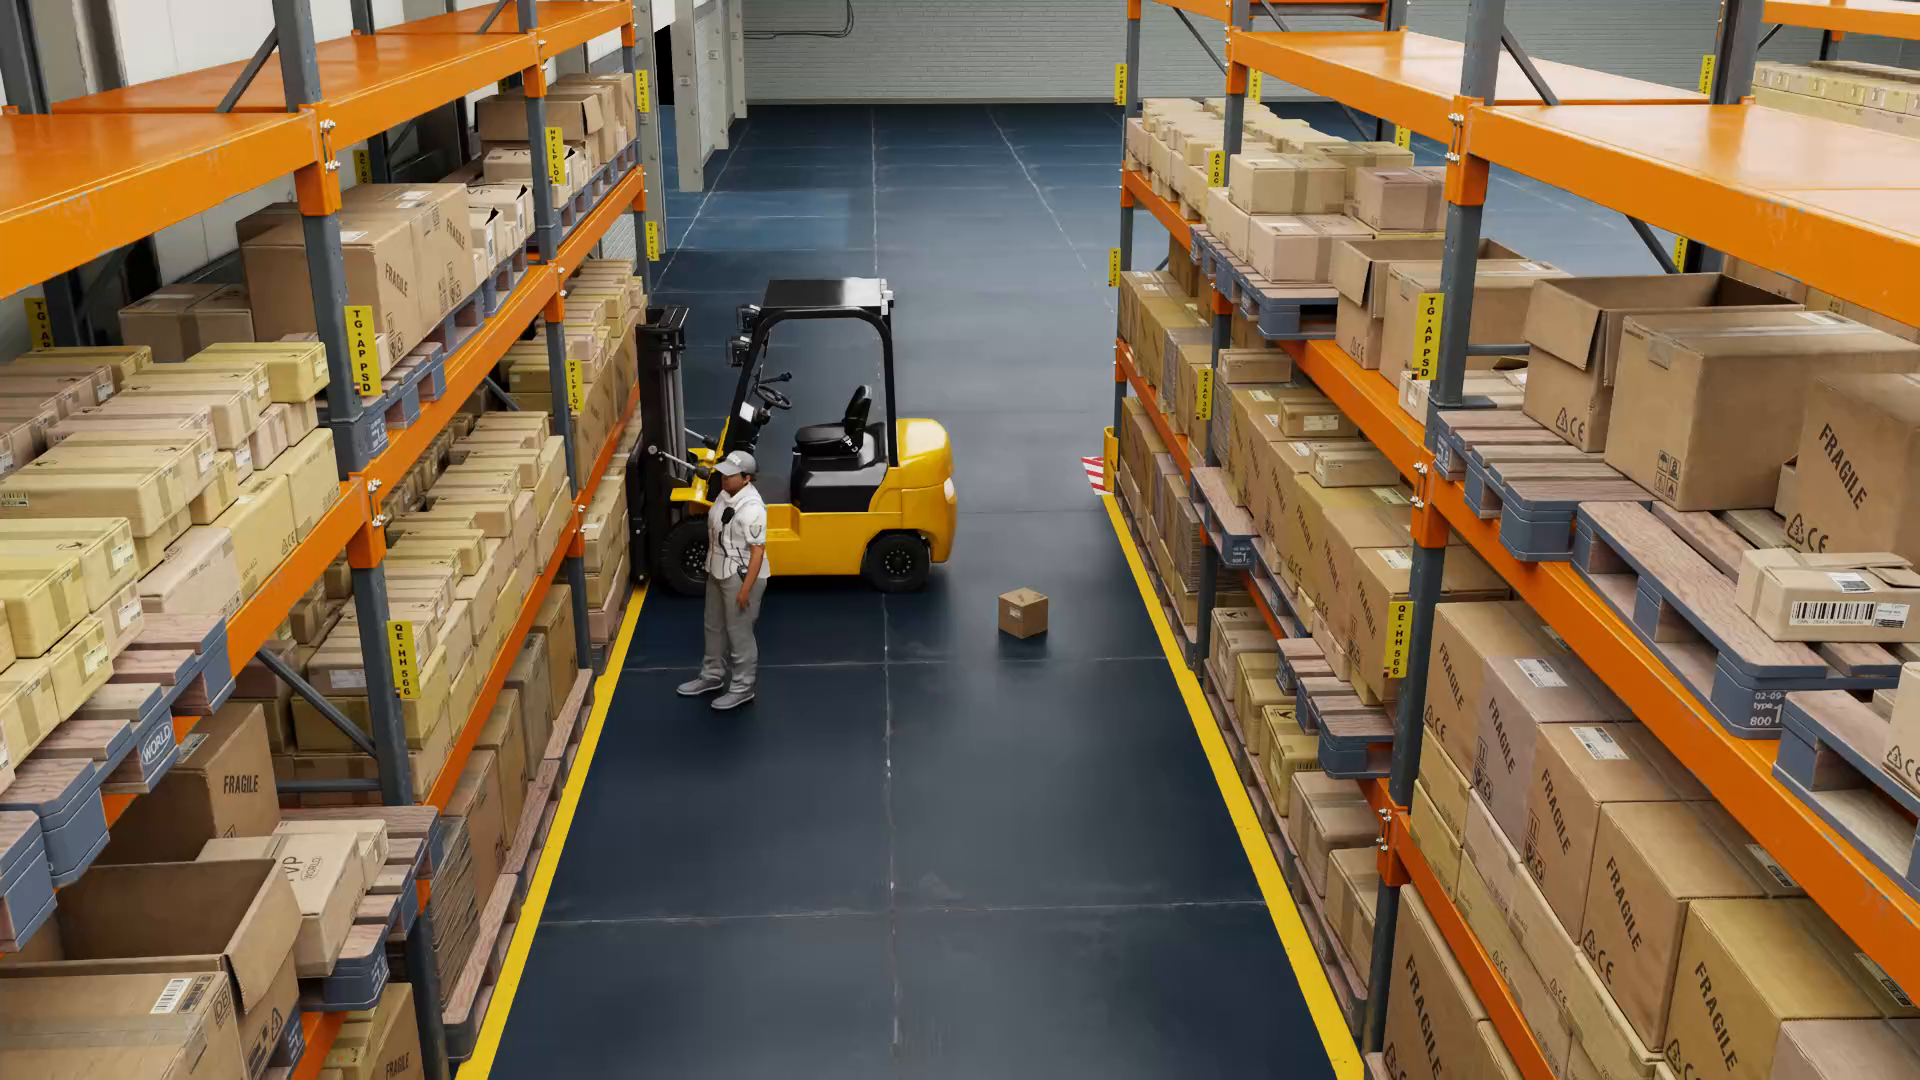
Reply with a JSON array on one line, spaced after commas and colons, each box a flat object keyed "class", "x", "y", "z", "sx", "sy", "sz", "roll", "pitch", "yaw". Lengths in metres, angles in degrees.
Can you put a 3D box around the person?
[{"class": "person", "x": -1.477, "y": 0.245, "z": 10.390, "sx": 0.530, "sy": 1.670, "sz": 0.597, "roll": -11, "pitch": 23, "yaw": -28}]
